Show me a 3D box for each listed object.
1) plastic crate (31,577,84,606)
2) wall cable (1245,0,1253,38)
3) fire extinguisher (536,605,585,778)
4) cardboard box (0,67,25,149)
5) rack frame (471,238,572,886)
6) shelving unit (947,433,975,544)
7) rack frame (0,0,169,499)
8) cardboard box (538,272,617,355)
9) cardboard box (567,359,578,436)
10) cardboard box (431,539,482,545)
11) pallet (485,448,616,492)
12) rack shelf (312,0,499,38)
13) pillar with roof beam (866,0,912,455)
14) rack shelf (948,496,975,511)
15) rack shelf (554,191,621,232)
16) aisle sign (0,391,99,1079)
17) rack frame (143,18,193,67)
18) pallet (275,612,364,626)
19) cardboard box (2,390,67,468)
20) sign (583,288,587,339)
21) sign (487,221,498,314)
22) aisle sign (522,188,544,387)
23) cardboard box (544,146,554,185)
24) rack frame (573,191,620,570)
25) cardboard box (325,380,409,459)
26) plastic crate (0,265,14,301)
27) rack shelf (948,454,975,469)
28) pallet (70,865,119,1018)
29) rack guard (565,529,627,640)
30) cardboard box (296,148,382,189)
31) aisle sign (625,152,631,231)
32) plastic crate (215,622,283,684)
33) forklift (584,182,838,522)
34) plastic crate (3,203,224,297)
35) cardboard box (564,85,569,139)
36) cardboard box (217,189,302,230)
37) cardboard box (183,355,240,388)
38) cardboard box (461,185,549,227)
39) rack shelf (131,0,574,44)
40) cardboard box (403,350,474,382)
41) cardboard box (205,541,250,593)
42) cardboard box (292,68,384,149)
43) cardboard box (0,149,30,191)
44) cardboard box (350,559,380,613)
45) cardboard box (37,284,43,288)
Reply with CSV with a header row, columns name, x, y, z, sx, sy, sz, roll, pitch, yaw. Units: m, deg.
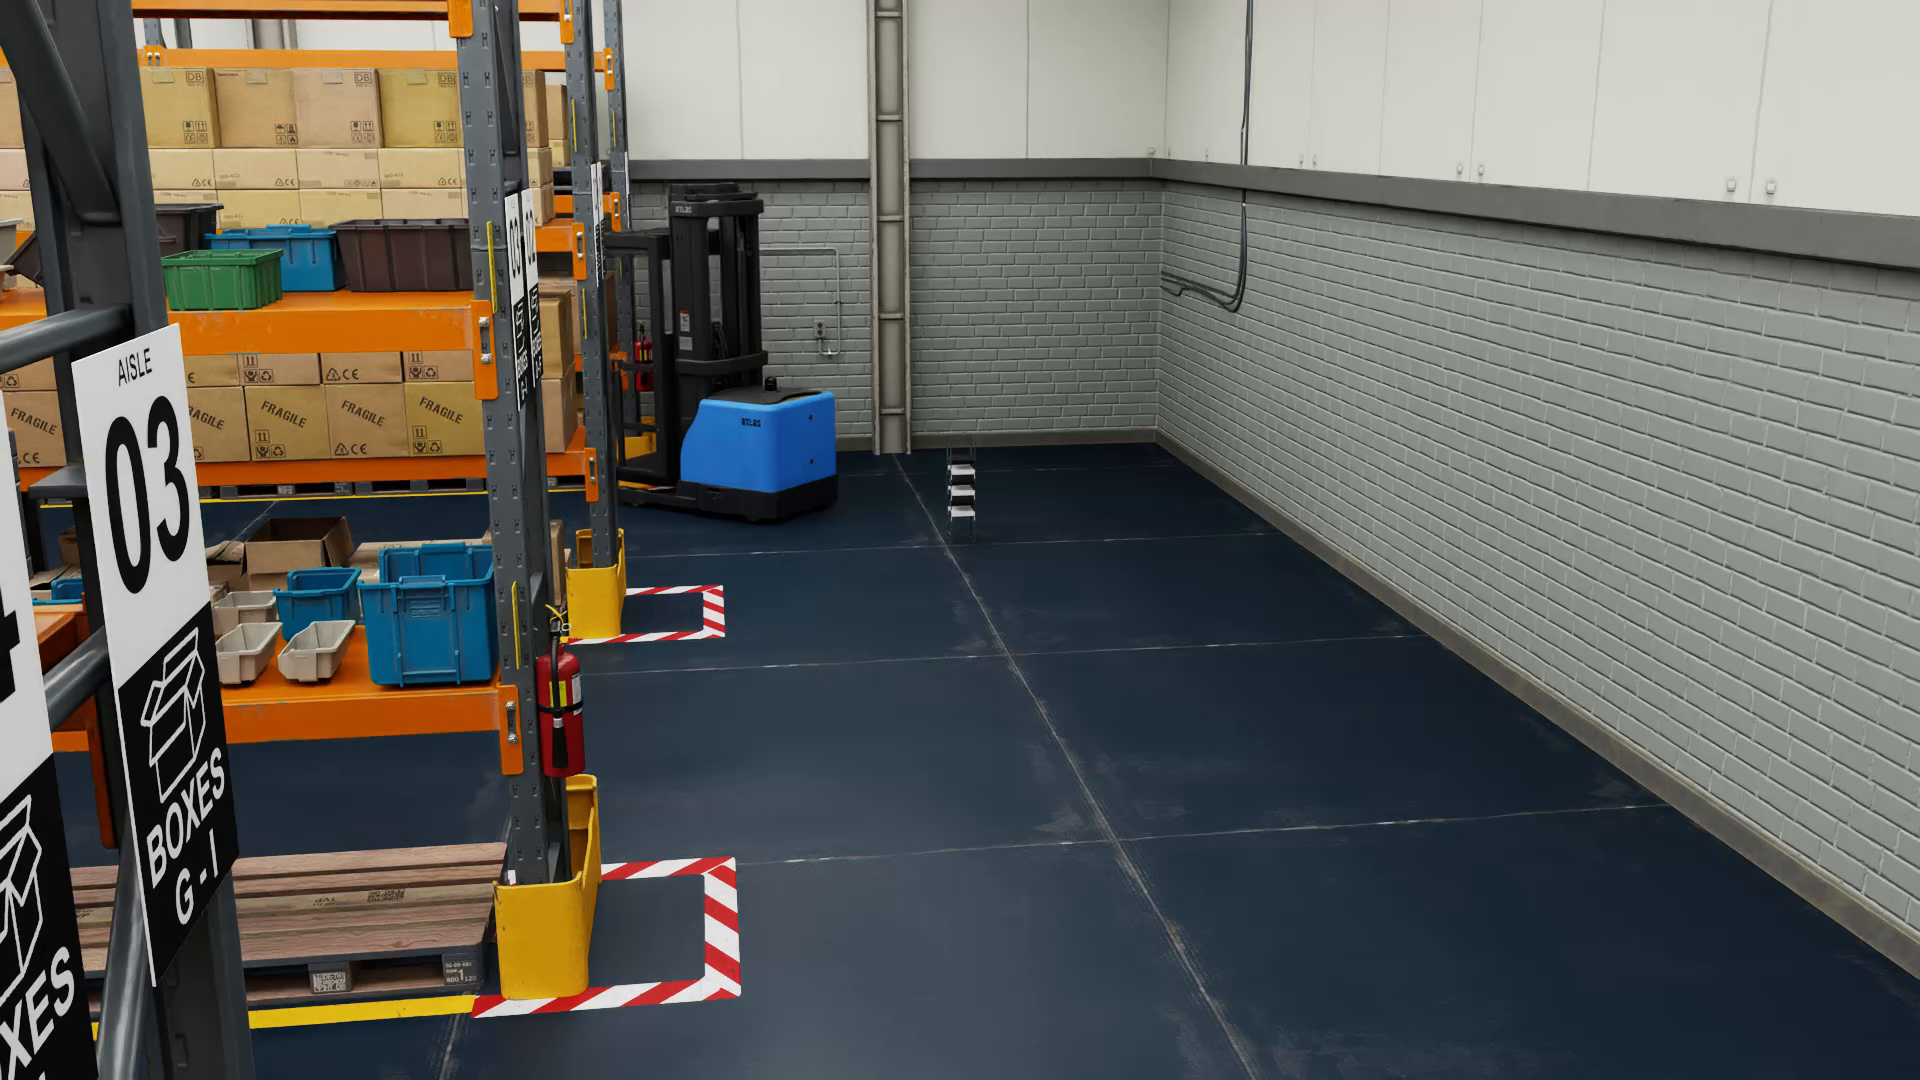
name,x,y,z,sx,sy,sz,roll,pitch,yaw
plastic crate,-3.699,0.317,7.012,0.300,0.233,0.416,-2,14,-8
wall cable,2.766,-5.428,13.368,0.112,2.526,3.097,-2,14,-8
fire extinguisher,-1.590,0.599,6.593,0.183,0.674,0.296,-2,14,-8
cardboard box,-6.021,-2.785,10.734,0.500,0.500,0.700,-2,14,-8
rack frame,-1.807,0.277,6.953,0.127,3.000,1.000,-2,14,-8
shelving unit,0.008,-0.437,14.114,0.210,0.900,0.258,-2,14,-8
rack frame,-1.069,-1.442,1.472,0.127,3.000,1.000,-2,14,-8
cardboard box,-3.785,-2.231,16.335,0.700,0.700,0.980,-1,14,-6
cardboard box,-3.019,-1.011,11.881,0.500,0.500,0.500,-2,14,-7
cardboard box,-3.615,0.175,12.106,0.500,0.250,0.500,-2,14,-8
pallet,-4.062,-0.706,16.603,1.213,0.211,1.003,-2,14,-8
rack shelf,-3.784,-2.018,6.070,4.000,0.370,1.077,-2,14,-8
pillar with roof beam,-0.100,-4.287,12.816,0.400,9.000,9.100,-2,14,-8
rack shelf,0.008,-0.317,14.144,0.200,0.077,0.258,-2,14,-8
rack shelf,-5.260,-3.140,15.888,4.000,0.370,1.077,-2,14,-8
aisle sign,-0.953,0.277,1.608,0.004,0.787,0.394,-2,14,-8
rack frame,-7.238,-4.871,15.147,0.127,3.000,1.000,-2,14,-8
pallet,-4.608,0.513,11.743,1.213,0.211,1.003,-2,14,-8
cardboard box,-5.952,-0.772,10.926,0.500,0.500,0.500,-2,14,-7
sign,-2.478,-1.496,10.990,0.005,0.325,0.100,-2,14,-8
sign,-1.709,-0.996,6.075,0.005,0.325,0.100,-2,14,-8
aisle sign,-1.780,-1.058,6.932,0.004,0.787,0.394,-2,14,-8
cardboard box,-3.088,-2.584,11.472,0.500,0.250,0.500,-2,14,-8
rack frame,-2.541,-0.915,11.704,0.127,3.000,1.000,-2,14,-8
cardboard box,-3.950,-0.845,11.221,0.500,0.500,0.500,-2,14,-8
plastic crate,-3.813,-0.916,6.083,0.530,0.136,0.437,-2,14,-8
rack shelf,0.008,-0.666,14.056,0.200,0.077,0.258,-2,14,-8
pallet,-3.832,1.693,7.037,1.213,0.211,1.003,-2,14,-8
rack guard,-2.616,0.300,11.997,0.348,0.500,1.175,-2,14,-8
cardboard box,-4.000,-2.424,10.837,0.500,0.250,0.500,-2,14,-8
aisle sign,-3.167,-3.298,15.861,0.004,0.787,0.394,-2,14,-8
plastic crate,-2.875,0.456,6.658,0.243,0.136,0.396,-2,14,-8
forklift,-2.656,-1.826,15.479,3.031,2.935,1.130,8,16,30
plastic crate,-3.358,-1.159,6.638,0.767,0.338,0.504,-2,14,-8
cardboard box,-4.040,-4.136,16.080,0.500,0.500,0.500,-3,14,-10
cardboard box,-4.495,-2.164,10.827,0.500,0.250,0.500,-2,14,-8
cardboard box,-4.970,-1.290,10.939,0.500,0.500,0.500,-3,14,-10
cardboard box,-3.010,-2.215,11.030,0.500,0.250,0.500,-2,14,-8
rack shelf,-4.519,-3.402,10.773,4.000,0.370,1.077,-2,14,-8
cardboard box,-3.440,-1.348,11.168,0.500,0.500,0.500,-2,14,-7
cardboard box,-5.234,0.205,11.862,0.500,0.311,0.500,-2,14,-8
cardboard box,-4.032,-2.839,10.949,0.500,0.500,0.700,-2,14,-8
cardboard box,-5.978,-2.353,10.551,0.500,0.250,0.500,-2,14,-8
cardboard box,-3.986,0.311,11.562,0.500,0.250,0.500,-2,14,-8
cardboard box,-8.169,-2.433,15.357,0.500,0.250,0.500,-2,14,-7
